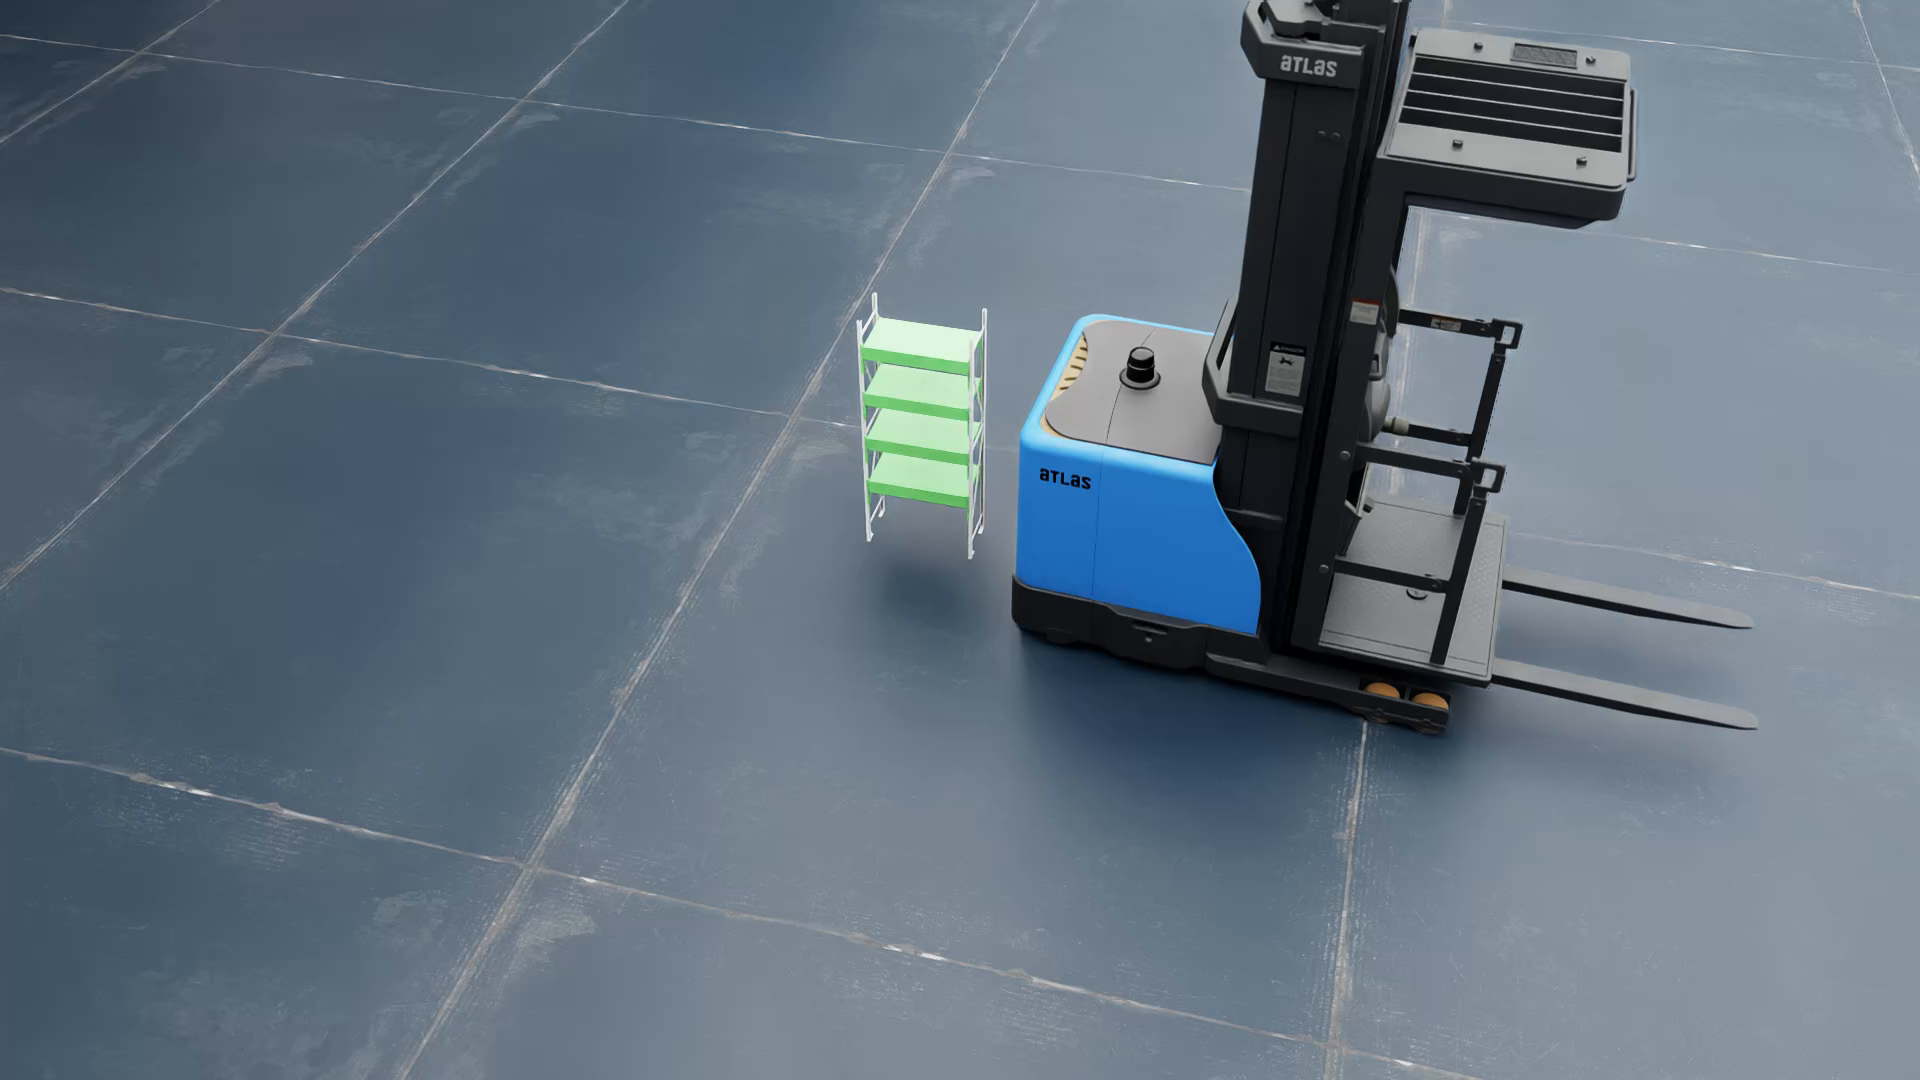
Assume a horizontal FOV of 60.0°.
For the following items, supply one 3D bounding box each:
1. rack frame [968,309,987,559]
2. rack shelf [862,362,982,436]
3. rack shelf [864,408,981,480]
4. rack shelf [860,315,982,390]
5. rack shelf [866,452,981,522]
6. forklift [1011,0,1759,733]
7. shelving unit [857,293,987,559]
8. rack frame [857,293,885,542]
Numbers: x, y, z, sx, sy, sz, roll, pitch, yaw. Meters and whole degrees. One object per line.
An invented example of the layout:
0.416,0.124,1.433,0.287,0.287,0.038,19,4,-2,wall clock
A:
0.076,-0.446,7.349,0.015,1.200,0.240,10,41,11,rack frame
-0.160,-0.622,7.284,0.480,0.148,0.258,10,41,11,rack shelf
-0.160,-0.438,7.438,0.480,0.148,0.258,10,41,11,rack shelf
-0.160,-0.806,7.129,0.480,0.148,0.258,10,41,11,rack shelf
-0.160,-0.254,7.592,0.480,0.148,0.258,10,41,11,rack shelf
1.799,-0.718,6.326,3.031,2.935,1.130,12,41,14,forklift
-0.160,-0.487,7.397,0.503,1.200,0.258,10,41,11,shelving unit
-0.396,-0.528,7.445,0.015,1.200,0.240,10,41,11,rack frame
